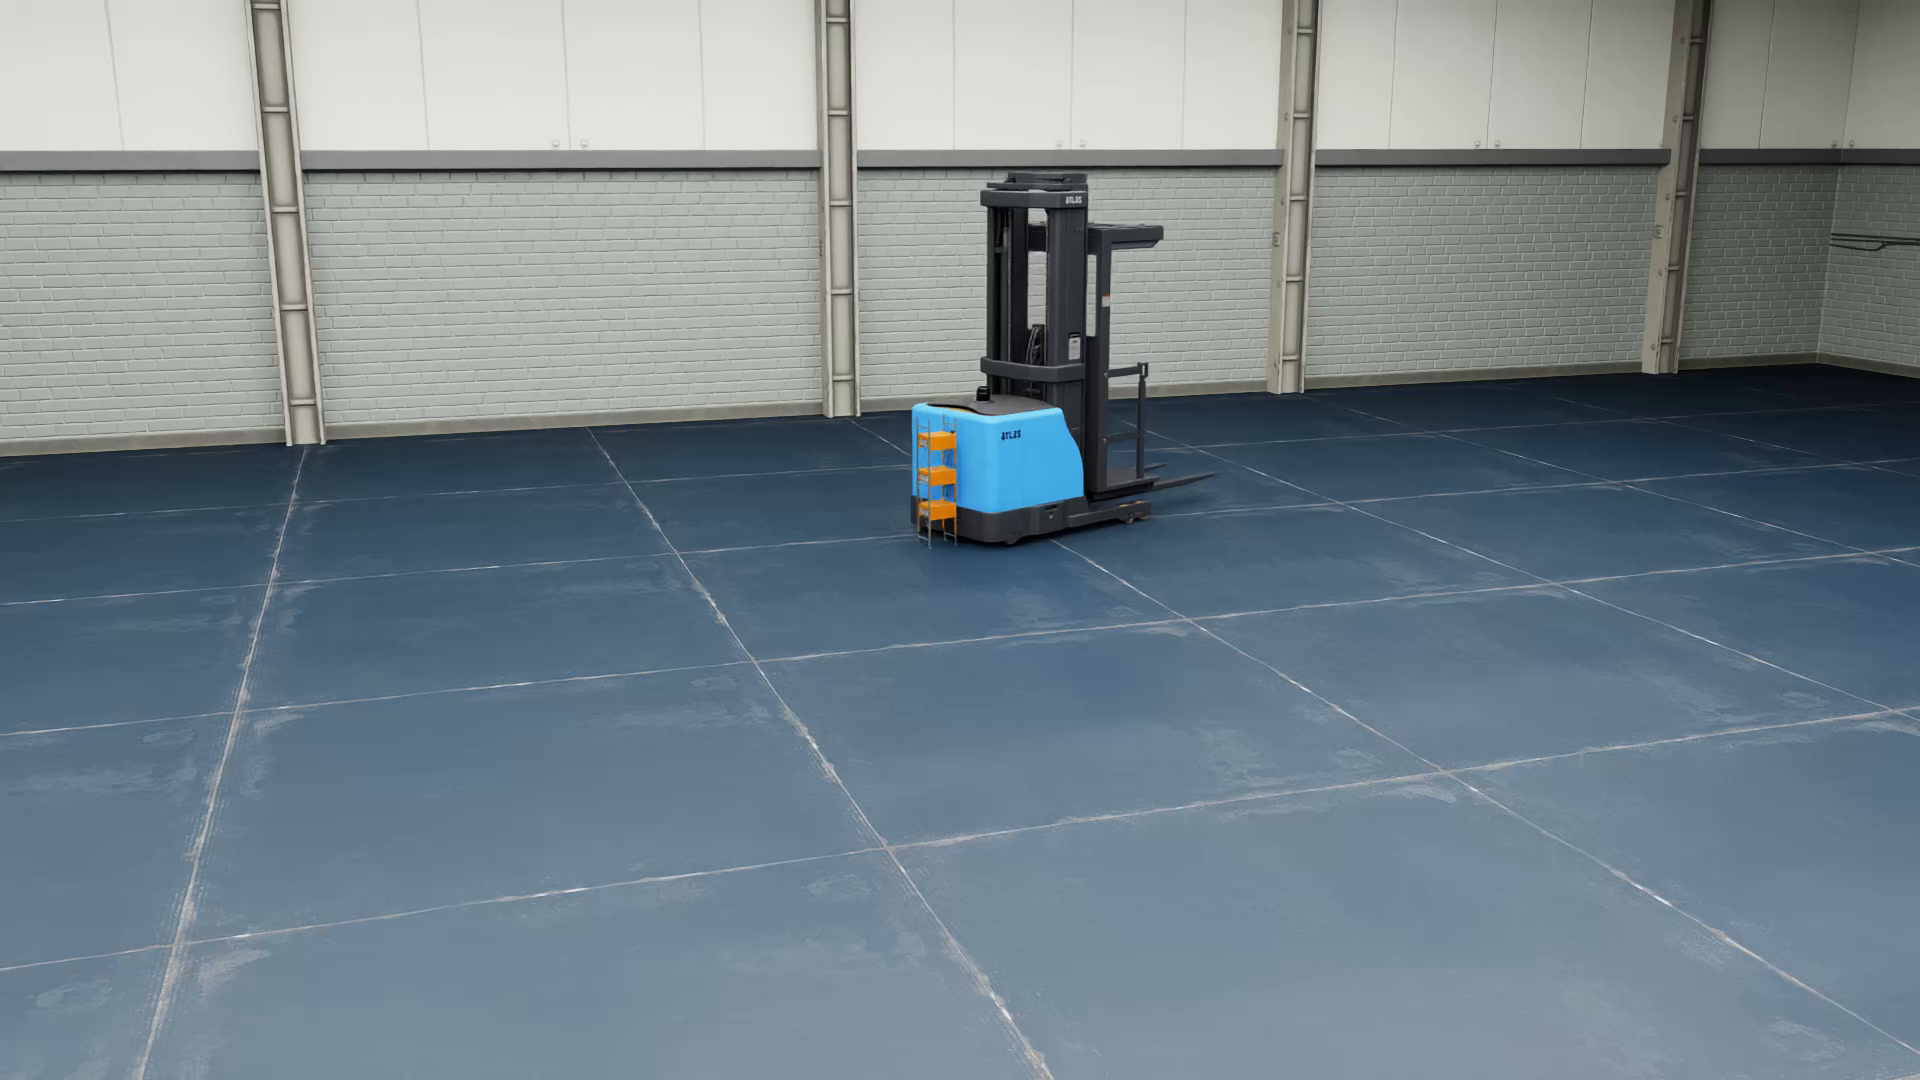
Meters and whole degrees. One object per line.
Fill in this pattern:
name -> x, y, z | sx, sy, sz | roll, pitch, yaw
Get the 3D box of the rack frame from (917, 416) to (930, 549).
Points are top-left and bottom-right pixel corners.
rack frame -> -0.292, -0.455, 13.288 | 0.008, 1.050, 0.200 | -8, 15, -30

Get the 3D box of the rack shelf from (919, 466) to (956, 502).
rack shelf -> -0.187, -0.459, 13.351 | 0.240, 0.259, 0.215 | -8, 15, -30

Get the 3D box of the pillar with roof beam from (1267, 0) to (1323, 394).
pillar with roof beam -> 5.637, -5.378, 16.808 | 0.400, 9.000, 9.100 | -4, 14, -18

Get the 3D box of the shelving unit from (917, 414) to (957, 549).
shelving unit -> -0.187, -0.470, 13.348 | 0.252, 1.050, 0.215 | -8, 15, -30

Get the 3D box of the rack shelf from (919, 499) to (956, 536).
rack shelf -> -0.187, -0.189, 13.415 | 0.240, 0.259, 0.215 | -8, 15, -30

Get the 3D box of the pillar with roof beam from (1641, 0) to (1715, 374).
pillar with roof beam -> 11.324, -5.821, 18.669 | 0.400, 9.000, 9.100 | -4, 14, -18

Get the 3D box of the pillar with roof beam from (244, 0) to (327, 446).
pillar with roof beam -> -5.736, -4.493, 13.084 | 0.400, 9.000, 9.100 | -4, 14, -18

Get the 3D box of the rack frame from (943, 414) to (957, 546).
rack frame -> -0.082, -0.484, 13.409 | 0.008, 1.050, 0.200 | -8, 15, -30

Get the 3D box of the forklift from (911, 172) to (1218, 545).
forklift -> 1.022, -1.649, 14.242 | 3.031, 2.935, 1.130 | -12, 18, -40

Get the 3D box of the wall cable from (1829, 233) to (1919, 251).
wall cable -> 13.165, -5.182, 22.693 | 0.112, 2.526, 3.097 | -4, 14, -18

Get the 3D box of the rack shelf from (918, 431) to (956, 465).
rack shelf -> -0.187, -0.735, 13.285 | 0.240, 0.259, 0.215 | -8, 15, -30

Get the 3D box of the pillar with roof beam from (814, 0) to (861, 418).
pillar with roof beam -> -0.049, -4.936, 14.946 | 0.400, 9.000, 9.100 | -4, 14, -18
